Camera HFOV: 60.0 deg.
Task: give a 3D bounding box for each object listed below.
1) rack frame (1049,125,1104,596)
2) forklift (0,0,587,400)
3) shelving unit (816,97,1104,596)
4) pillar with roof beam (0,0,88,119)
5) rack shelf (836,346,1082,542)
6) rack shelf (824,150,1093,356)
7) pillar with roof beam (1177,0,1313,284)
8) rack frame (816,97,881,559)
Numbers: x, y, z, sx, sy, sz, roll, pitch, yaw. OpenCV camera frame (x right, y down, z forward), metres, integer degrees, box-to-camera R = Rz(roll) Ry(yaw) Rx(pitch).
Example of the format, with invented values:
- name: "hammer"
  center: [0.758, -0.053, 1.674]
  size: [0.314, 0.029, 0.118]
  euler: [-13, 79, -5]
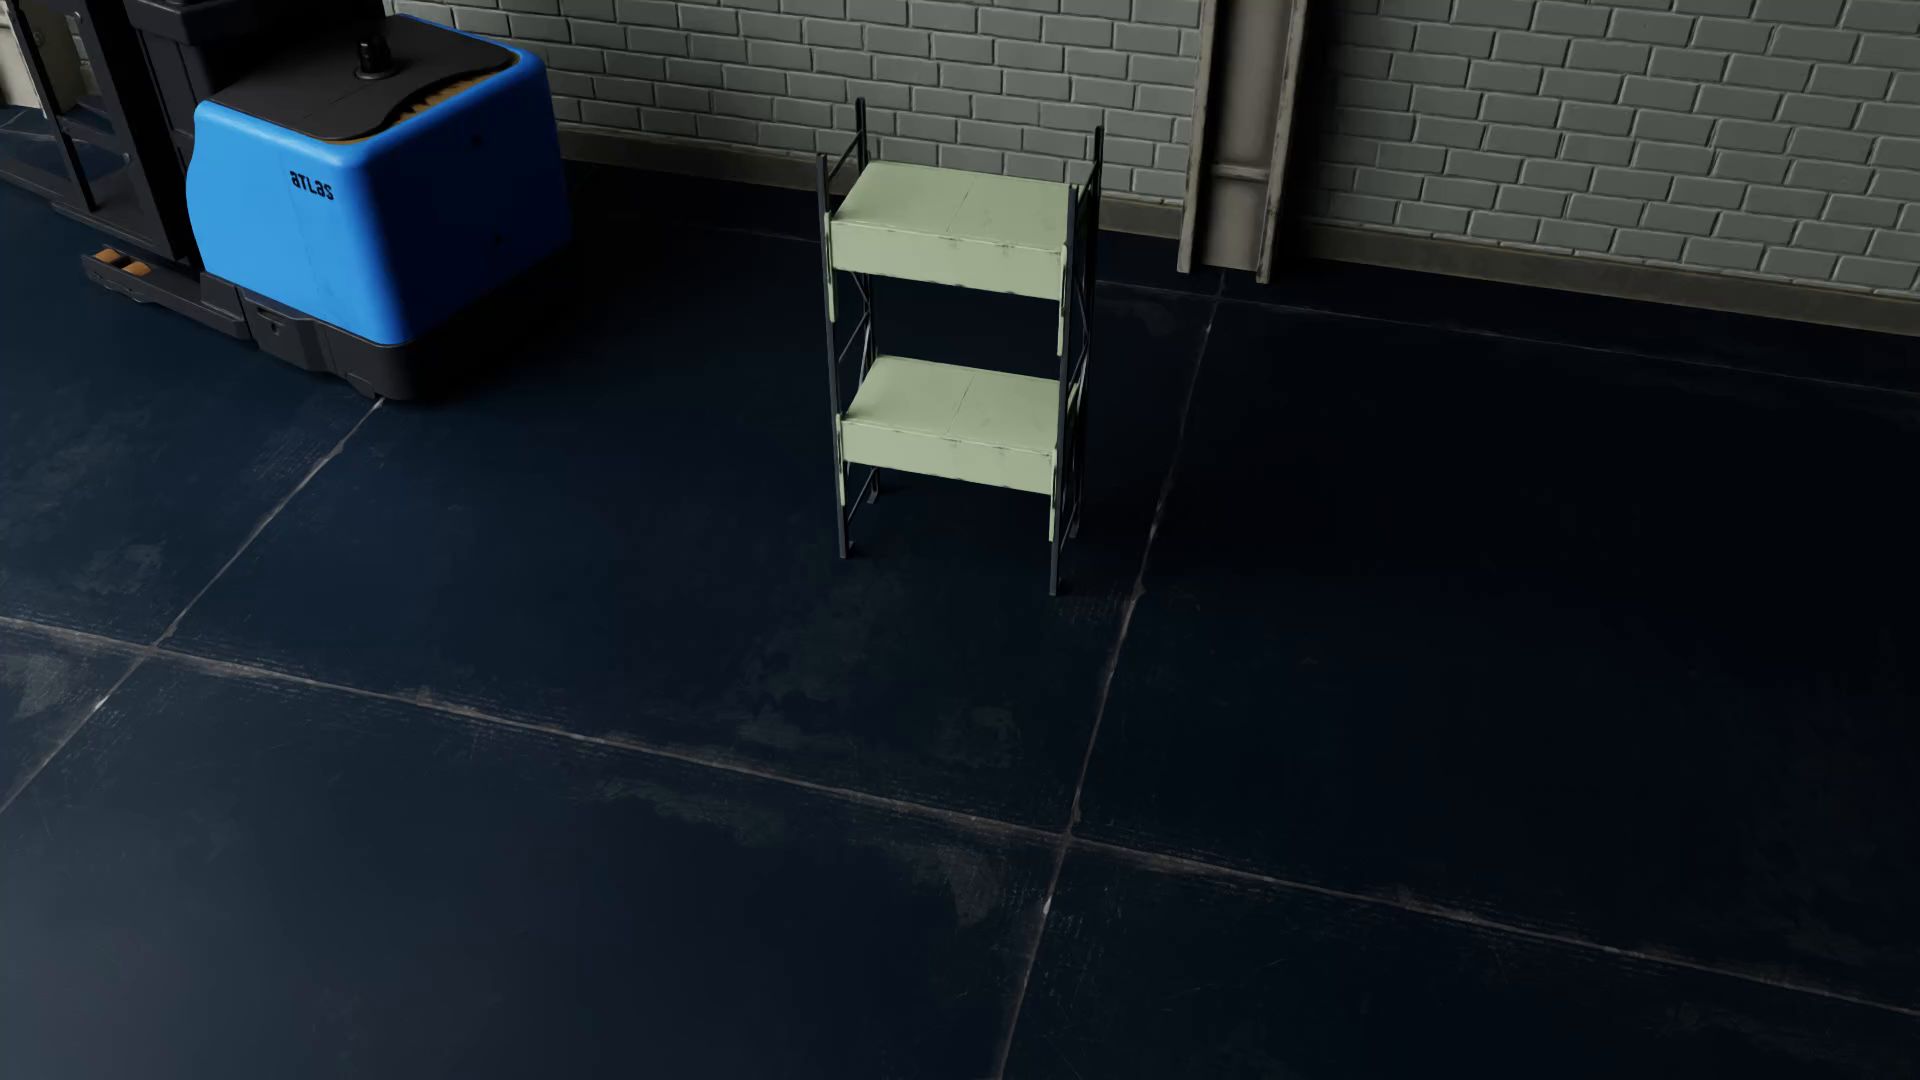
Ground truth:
- name: "rack frame"
  center: [0.360, -0.512, 5.194]
  size: [0.023, 1.500, 0.400]
  euler: [10, 41, 11]
- name: "forklift"
  center: [-3.066, -2.373, 6.296]
  size: [3.031, 2.935, 1.130]
  euler: [22, 45, 24]
- name: "shelving unit"
  center: [0.006, -0.573, 5.266]
  size: [0.755, 1.500, 0.431]
  euler: [10, 41, 11]
- name: "pillar with roof beam"
  center: [-5.750, -2.981, 2.302]
  size: [0.400, 9.000, 9.100]
  euler: [10, 41, 11]
- name: "rack shelf"
  center: [0.006, -0.324, 5.476]
  size: [0.720, 0.370, 0.431]
  euler: [10, 41, 11]
- name: "rack shelf"
  center: [0.006, -0.872, 5.015]
  size: [0.720, 0.370, 0.431]
  euler: [10, 41, 11]
- name: "pillar with roof beam"
  center: [0.046, -1.983, 1.114]
  size: [0.400, 9.000, 9.100]
  euler: [10, 41, 11]
- name: "rack frame"
  center: [-0.347, -0.634, 5.339]
  size: [0.023, 1.500, 0.400]
  euler: [10, 41, 11]
